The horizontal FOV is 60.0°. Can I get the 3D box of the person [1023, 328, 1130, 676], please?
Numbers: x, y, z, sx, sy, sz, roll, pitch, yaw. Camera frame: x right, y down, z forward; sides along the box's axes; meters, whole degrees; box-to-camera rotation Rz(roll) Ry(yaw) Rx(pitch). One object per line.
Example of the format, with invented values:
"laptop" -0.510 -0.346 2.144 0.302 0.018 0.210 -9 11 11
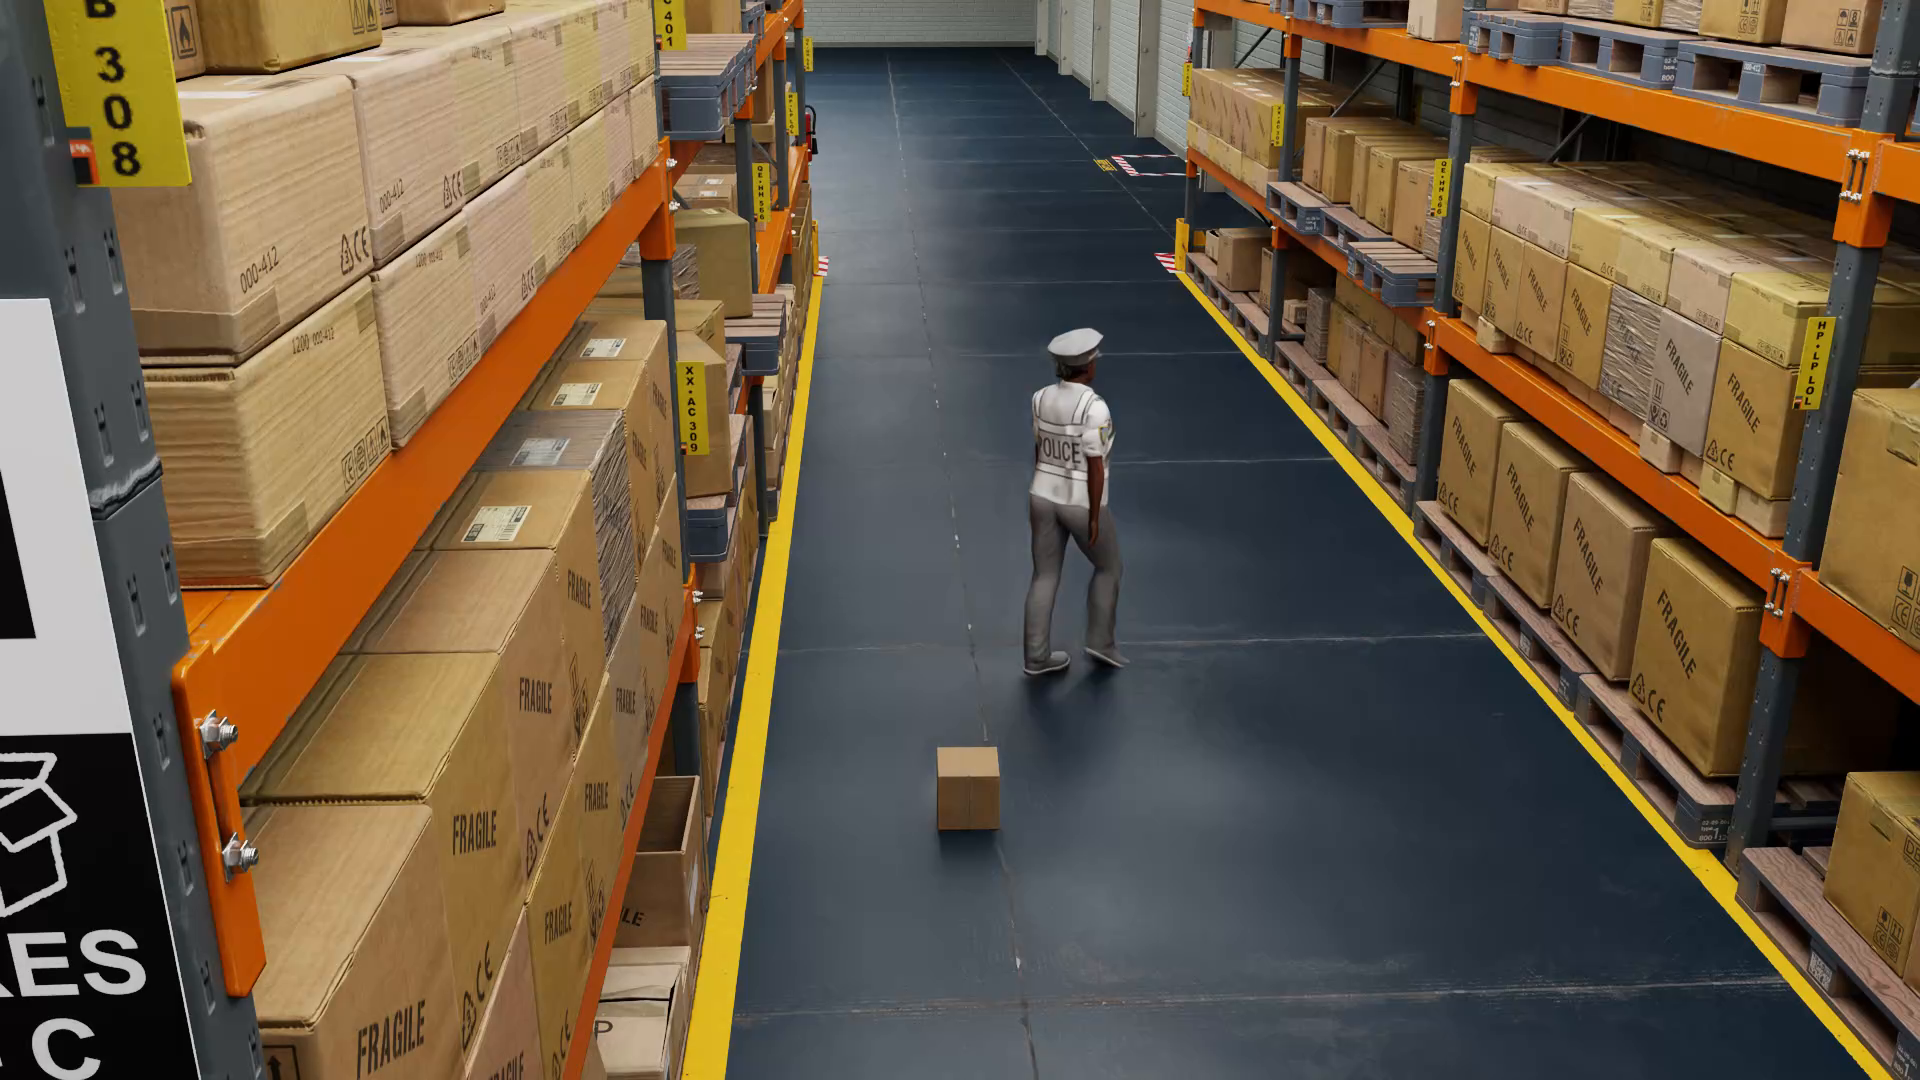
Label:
"person" 0.524 -0.138 7.972 0.469 1.744 0.568 15 25 35
